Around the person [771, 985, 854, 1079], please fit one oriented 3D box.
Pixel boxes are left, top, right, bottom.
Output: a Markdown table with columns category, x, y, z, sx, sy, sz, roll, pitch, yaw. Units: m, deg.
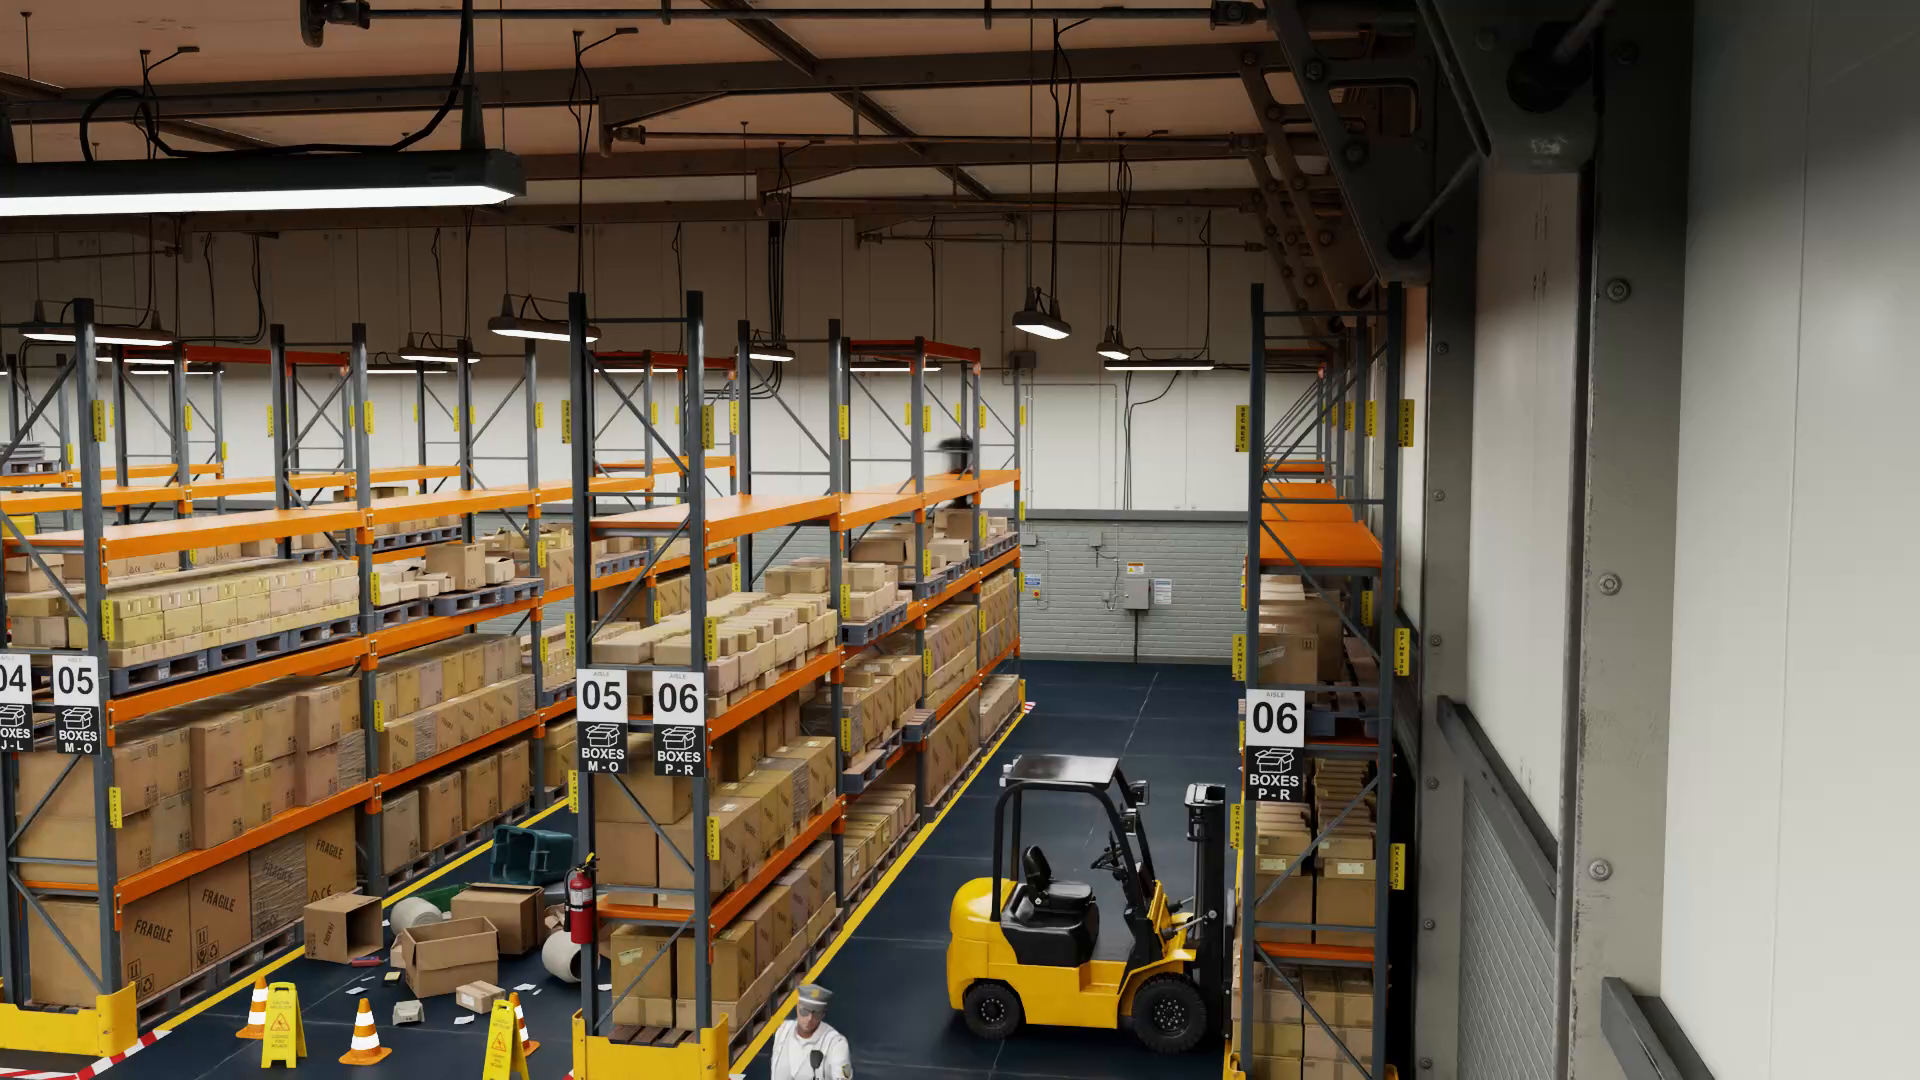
| category | x | y | z | sx | sy | sz | roll | pitch | yaw |
| --- | --- | --- | --- | --- | --- | --- | --- | --- | --- |
| person | -0.974 | 3.491 | 10.063 | 0.781 | 1.731 | 0.590 | 2 | 5 | 19 |
